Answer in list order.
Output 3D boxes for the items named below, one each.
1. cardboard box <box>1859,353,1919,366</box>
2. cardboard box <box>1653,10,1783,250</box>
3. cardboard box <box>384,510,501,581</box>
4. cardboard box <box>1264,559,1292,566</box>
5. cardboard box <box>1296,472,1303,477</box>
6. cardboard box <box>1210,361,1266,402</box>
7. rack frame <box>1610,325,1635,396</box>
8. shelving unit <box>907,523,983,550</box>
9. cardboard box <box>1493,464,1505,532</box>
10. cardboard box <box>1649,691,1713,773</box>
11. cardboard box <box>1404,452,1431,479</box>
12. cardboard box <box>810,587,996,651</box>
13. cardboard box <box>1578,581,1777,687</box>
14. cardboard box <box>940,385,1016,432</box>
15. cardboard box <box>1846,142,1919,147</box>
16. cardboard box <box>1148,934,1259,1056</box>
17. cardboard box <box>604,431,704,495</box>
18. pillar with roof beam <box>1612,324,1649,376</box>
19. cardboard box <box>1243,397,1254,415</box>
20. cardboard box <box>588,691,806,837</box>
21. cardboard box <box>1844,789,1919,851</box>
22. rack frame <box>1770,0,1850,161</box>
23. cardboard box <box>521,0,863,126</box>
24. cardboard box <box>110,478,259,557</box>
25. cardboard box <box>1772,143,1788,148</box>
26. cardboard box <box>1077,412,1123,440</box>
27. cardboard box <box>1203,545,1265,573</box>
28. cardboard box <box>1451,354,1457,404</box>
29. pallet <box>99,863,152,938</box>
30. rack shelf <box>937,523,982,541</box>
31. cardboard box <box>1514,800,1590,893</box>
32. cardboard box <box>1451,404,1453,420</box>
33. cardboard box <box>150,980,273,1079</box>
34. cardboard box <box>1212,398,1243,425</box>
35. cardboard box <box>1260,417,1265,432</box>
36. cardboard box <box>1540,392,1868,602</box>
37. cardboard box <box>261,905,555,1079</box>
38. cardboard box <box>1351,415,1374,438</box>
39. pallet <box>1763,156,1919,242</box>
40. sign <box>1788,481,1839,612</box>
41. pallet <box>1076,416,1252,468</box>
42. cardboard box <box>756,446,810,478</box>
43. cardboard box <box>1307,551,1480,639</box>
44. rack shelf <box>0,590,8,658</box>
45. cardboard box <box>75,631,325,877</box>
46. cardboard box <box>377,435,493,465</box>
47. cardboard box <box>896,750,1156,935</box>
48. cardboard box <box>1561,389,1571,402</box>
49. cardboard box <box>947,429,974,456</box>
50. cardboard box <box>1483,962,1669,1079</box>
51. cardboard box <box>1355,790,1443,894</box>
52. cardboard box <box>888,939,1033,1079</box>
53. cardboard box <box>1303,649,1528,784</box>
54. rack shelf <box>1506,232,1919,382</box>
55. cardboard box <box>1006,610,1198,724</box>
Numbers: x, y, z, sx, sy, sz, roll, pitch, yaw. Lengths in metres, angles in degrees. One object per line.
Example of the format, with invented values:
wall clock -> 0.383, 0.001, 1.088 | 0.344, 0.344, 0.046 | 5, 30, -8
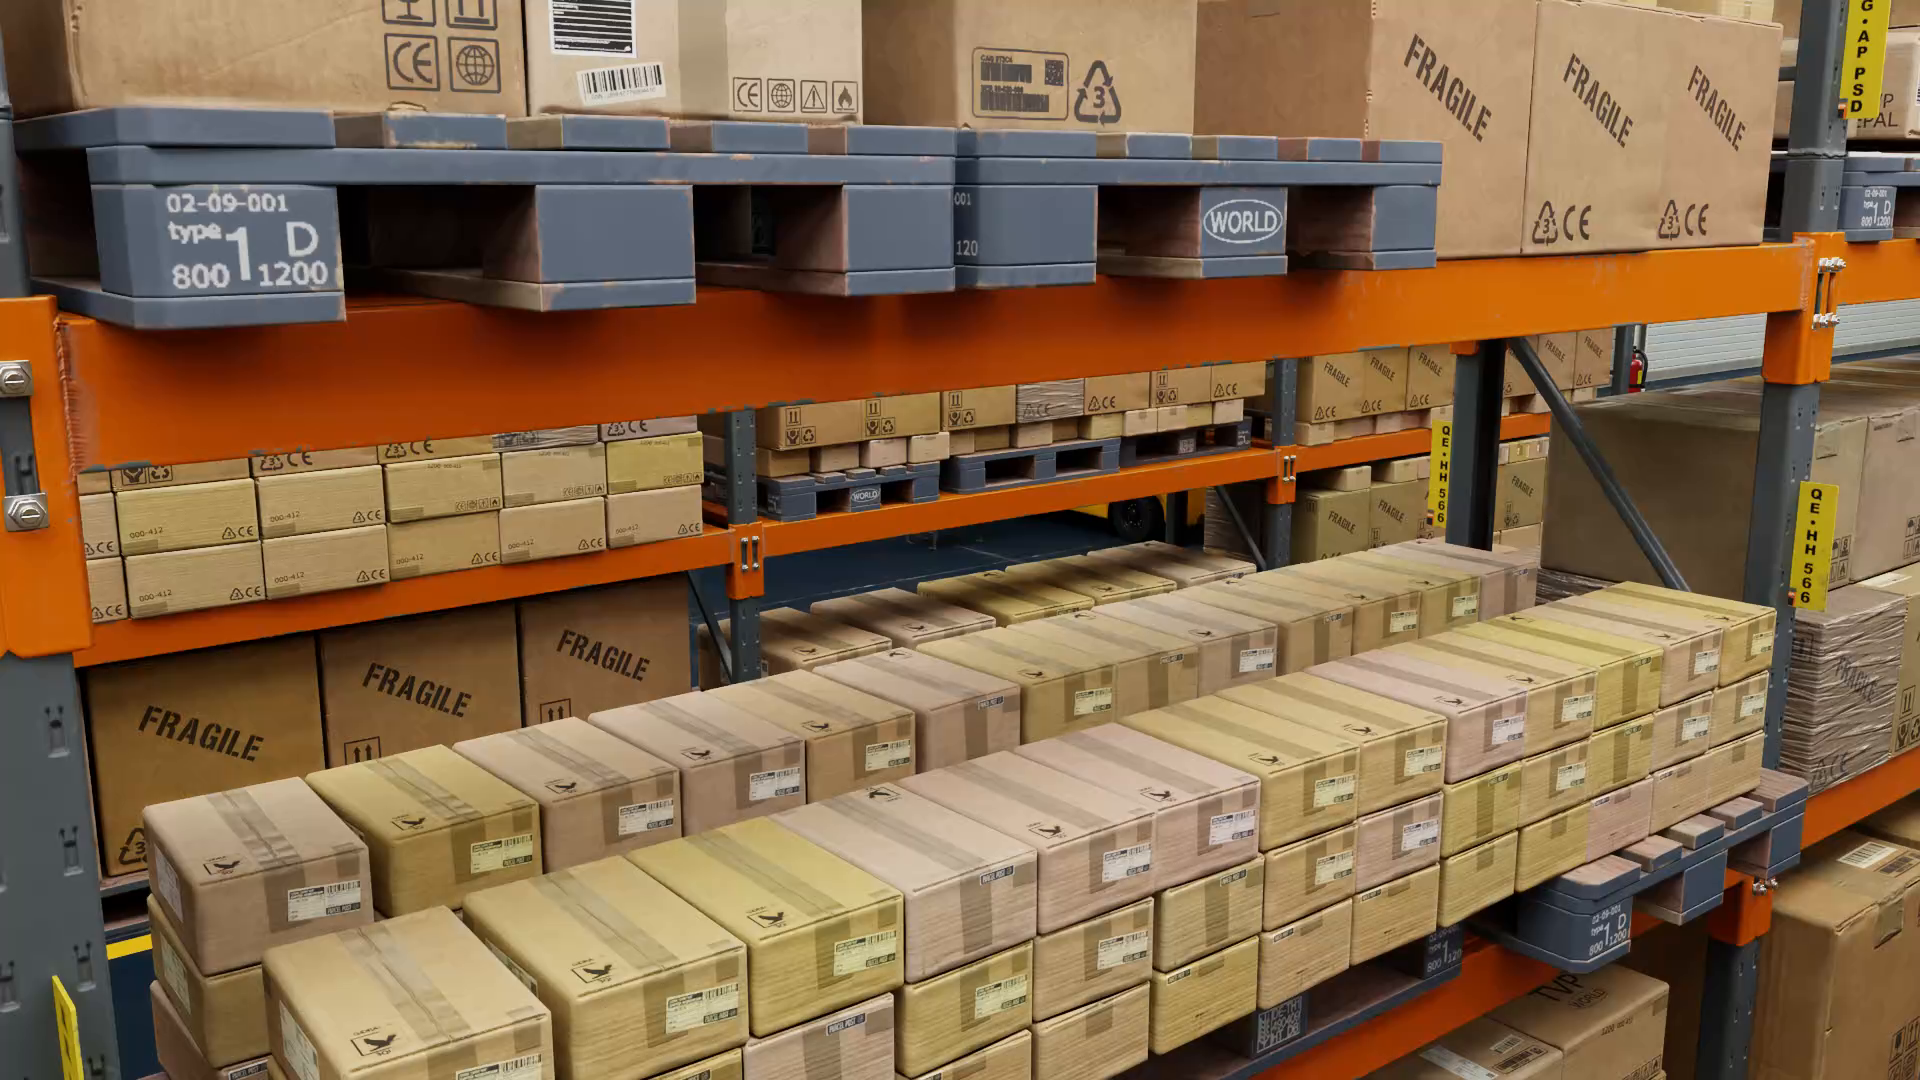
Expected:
cardboard box -> 3.765, -0.402, 6.151 | 0.500, 0.500, 0.700 | -9, 15, -37
cardboard box -> 1.533, -0.943, 3.888 | 0.500, 0.500, 0.500 | -9, 15, -38
cardboard box -> -2.376, -0.020, 7.361 | 0.500, 0.250, 0.500 | -10, 15, -38
cardboard box -> 2.402, 0.256, 11.313 | 0.500, 0.250, 0.500 | -10, 16, -40
cardboard box -> 2.463, -0.265, 11.959 | 0.500, 0.500, 0.500 | -9, 15, -37
cardboard box -> 1.555, -1.154, 10.374 | 0.500, 0.500, 0.500 | -10, 15, -39
rack frame -> 4.896, -1.370, 13.361 | 0.127, 3.000, 1.000 | -9, 15, -38
shelving unit -> -0.129, -1.006, 13.810 | 0.503, 2.100, 0.431 | -9, 15, -38
cardboard box -> 3.630, -0.319, 12.211 | 0.500, 0.500, 0.500 | -10, 15, -39
cardboard box -> 1.512, 0.402, 3.890 | 0.250, 0.149, 0.380 | -9, 15, -36
cardboard box -> 3.146, -0.537, 11.680 | 0.250, 0.149, 0.380 | -8, 15, -34
cardboard box -> -0.332, 0.579, 9.496 | 0.625, 0.372, 0.950 | -10, 15, -39
cardboard box -> 1.724, 0.222, 4.024 | 0.250, 0.149, 0.380 | -10, 16, -40
cardboard box -> -0.042, -0.892, 9.139 | 0.500, 0.500, 0.500 | -9, 15, -37
cardboard box -> 2.914, -1.314, 4.983 | 0.500, 0.250, 0.500 | -9, 15, -36
cardboard box -> 0.308, 0.747, 2.982 | 0.250, 0.149, 0.380 | -10, 15, -39
cardboard box -> -1.570, -0.399, 7.946 | 0.500, 0.250, 0.500 | -10, 15, -38
pillar with roof beam -> 12.745, -6.024, 20.834 | 0.400, 9.000, 9.100 | -9, 15, -38
cardboard box -> 1.964, -1.144, 11.337 | 0.500, 0.500, 0.500 | -10, 16, -39
cardboard box -> -0.494, 0.417, 3.105 | 0.250, 0.149, 0.380 | -9, 15, -38
cardboard box -> 3.033, 1.174, 5.783 | 0.750, 0.750, 1.050 | -9, 15, -37
rack frame -> 1.821, -2.477, 4.130 | 0.127, 3.000, 1.000 | -9, 15, -38
cardboard box -> -0.484, -0.733, 2.340 | 0.500, 0.311, 0.500 | -10, 15, -38
cardboard box -> -3.154, -0.129, 6.673 | 0.500, 0.250, 0.500 | -9, 15, -37
cardboard box -> 2.449, -1.405, 5.264 | 0.500, 0.311, 0.500 | -9, 15, -38
cardboard box -> 0.738, -0.692, 9.761 | 0.250, 0.149, 0.380 | -9, 15, -38
cardboard box -> 2.067, 0.168, 11.725 | 0.500, 0.250, 0.500 | -9, 15, -35
cardboard box -> 3.450, -1.258, 11.876 | 0.500, 0.500, 0.500 | -9, 15, -37
pallet -> -3.919, 1.438, 6.846 | 1.213, 0.211, 1.003 | -9, 15, -38
rack shelf -> -0.129, -0.308, 13.958 | 0.480, 0.518, 0.431 | -9, 15, -38
cardboard box -> 1.130, 0.611, 3.625 | 0.250, 0.149, 0.380 | -10, 15, -38
cardboard box -> 3.403, -0.919, 11.840 | 0.250, 0.149, 0.380 | -10, 15, -38
cardboard box -> -1.116, 0.810, 2.685 | 0.250, 0.149, 0.380 | -10, 15, -39
cardboard box -> 1.544, -0.822, 10.373 | 0.250, 0.149, 0.380 | -9, 15, -37
cardboard box -> 2.024, -0.853, 11.529 | 0.250, 0.149, 0.380 | -9, 15, -36
cardboard box -> 2.177, -0.137, 4.905 | 0.500, 0.500, 0.700 | -10, 15, -38
cardboard box -> -0.708, 0.626, 2.118 | 0.250, 0.149, 0.380 | -8, 15, -35
cardboard box -> 2.572, -0.798, 11.269 | 0.250, 0.149, 0.380 | -10, 15, -38
pallet -> 2.290, -1.010, 4.895 | 1.003, 0.211, 1.213 | -9, 15, -35
sign -> 2.167, 0.017, 4.232 | 0.005, 0.325, 0.100 | -9, 15, -38
pallet -> 1.085, -0.682, 10.580 | 1.213, 0.211, 1.003 | -9, 15, -38
cardboard box -> -0.981, -0.427, 8.511 | 0.250, 0.149, 0.380 | -11, 16, -41
cardboard box -> 1.131, 0.148, 4.373 | 0.250, 0.149, 0.380 | -10, 16, -39
rack shelf -> -2.865, 0.121, 0.849 | 4.000, 0.370, 1.077 | -9, 15, -38
cardboard box -> -3.339, 0.809, 7.203 | 0.875, 0.875, 0.875 | -9, 15, -36
cardboard box -> -2.378, -0.629, 7.224 | 0.500, 0.500, 0.500 | -9, 15, -38
cardboard box -> 0.104, 0.491, 2.756 | 0.250, 0.149, 0.380 | -10, 15, -38
cardboard box -> 4.396, -1.084, 12.615 | 0.250, 0.149, 0.380 | -10, 15, -39
cardboard box -> -0.129, -0.562, 9.149 | 0.250, 0.149, 0.380 | -8, 15, -34
cardboard box -> 1.450, 1.239, 4.273 | 0.500, 0.250, 0.500 | -10, 15, -39
cardboard box -> 0.713, 0.535, 3.265 | 0.250, 0.149, 0.380 | -9, 15, -36
cardboard box -> -0.103, 0.671, 2.627 | 0.250, 0.149, 0.380 | -10, 16, -40
cardboard box -> 0.924, 0.354, 3.403 | 0.250, 0.149, 0.380 | -9, 15, -38
rack shelf -> 3.382, -0.917, 5.738 | 4.000, 0.370, 1.077 | -9, 15, -38
cardboard box -> 0.313, 0.283, 3.735 | 0.250, 0.149, 0.380 | -9, 15, -36
